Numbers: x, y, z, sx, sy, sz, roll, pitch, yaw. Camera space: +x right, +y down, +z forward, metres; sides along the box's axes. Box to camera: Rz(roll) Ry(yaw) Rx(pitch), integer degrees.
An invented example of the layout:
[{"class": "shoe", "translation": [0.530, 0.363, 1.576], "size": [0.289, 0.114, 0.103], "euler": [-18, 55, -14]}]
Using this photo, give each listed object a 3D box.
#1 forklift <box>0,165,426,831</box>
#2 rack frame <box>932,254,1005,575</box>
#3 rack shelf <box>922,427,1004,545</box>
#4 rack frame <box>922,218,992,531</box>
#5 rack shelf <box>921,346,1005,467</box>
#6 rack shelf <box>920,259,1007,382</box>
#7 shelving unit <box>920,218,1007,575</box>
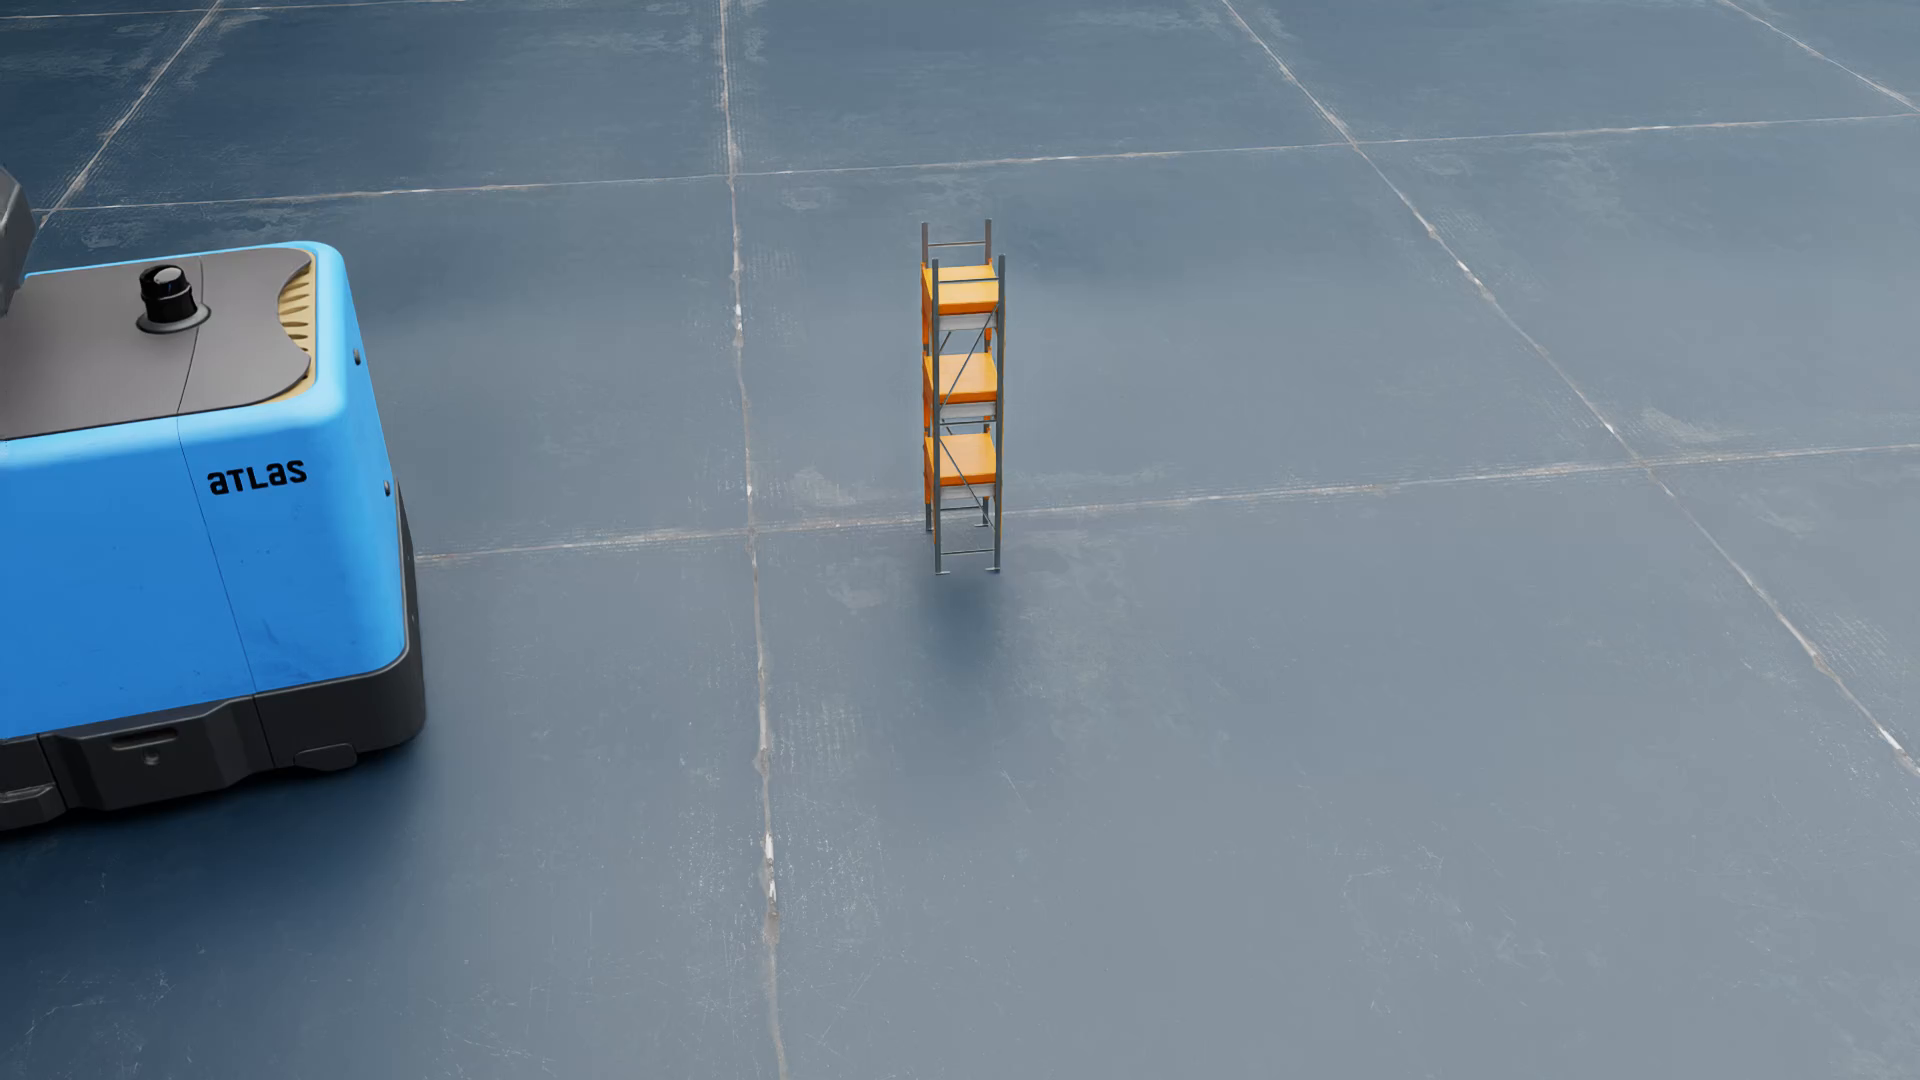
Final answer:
[{"class": "forklift", "translation": [-2.995, -0.652, 3.604], "size": [3.031, 2.935, 1.130], "euler": [-10, 36, -15]}, {"class": "rack frame", "translation": [0.024, -0.336, 4.811], "size": [0.200, 1.050, 0.008], "euler": [-4, 35, -6]}, {"class": "rack shelf", "translation": [0.007, -0.166, 5.073], "size": [0.215, 0.259, 0.240], "euler": [-4, 35, -6]}, {"class": "rack frame", "translation": [-0.009, -0.472, 5.010], "size": [0.200, 1.050, 0.008], "euler": [-4, 35, -6]}, {"class": "rack shelf", "translation": [0.007, -0.395, 4.916], "size": [0.215, 0.259, 0.240], "euler": [-4, 35, -6]}, {"class": "rack shelf", "translation": [0.007, -0.630, 4.757], "size": [0.215, 0.259, 0.240], "euler": [-4, 35, -6]}, {"class": "shelving unit", "translation": [0.007, -0.404, 4.911], "size": [0.215, 1.050, 0.252], "euler": [-4, 35, -6]}]
